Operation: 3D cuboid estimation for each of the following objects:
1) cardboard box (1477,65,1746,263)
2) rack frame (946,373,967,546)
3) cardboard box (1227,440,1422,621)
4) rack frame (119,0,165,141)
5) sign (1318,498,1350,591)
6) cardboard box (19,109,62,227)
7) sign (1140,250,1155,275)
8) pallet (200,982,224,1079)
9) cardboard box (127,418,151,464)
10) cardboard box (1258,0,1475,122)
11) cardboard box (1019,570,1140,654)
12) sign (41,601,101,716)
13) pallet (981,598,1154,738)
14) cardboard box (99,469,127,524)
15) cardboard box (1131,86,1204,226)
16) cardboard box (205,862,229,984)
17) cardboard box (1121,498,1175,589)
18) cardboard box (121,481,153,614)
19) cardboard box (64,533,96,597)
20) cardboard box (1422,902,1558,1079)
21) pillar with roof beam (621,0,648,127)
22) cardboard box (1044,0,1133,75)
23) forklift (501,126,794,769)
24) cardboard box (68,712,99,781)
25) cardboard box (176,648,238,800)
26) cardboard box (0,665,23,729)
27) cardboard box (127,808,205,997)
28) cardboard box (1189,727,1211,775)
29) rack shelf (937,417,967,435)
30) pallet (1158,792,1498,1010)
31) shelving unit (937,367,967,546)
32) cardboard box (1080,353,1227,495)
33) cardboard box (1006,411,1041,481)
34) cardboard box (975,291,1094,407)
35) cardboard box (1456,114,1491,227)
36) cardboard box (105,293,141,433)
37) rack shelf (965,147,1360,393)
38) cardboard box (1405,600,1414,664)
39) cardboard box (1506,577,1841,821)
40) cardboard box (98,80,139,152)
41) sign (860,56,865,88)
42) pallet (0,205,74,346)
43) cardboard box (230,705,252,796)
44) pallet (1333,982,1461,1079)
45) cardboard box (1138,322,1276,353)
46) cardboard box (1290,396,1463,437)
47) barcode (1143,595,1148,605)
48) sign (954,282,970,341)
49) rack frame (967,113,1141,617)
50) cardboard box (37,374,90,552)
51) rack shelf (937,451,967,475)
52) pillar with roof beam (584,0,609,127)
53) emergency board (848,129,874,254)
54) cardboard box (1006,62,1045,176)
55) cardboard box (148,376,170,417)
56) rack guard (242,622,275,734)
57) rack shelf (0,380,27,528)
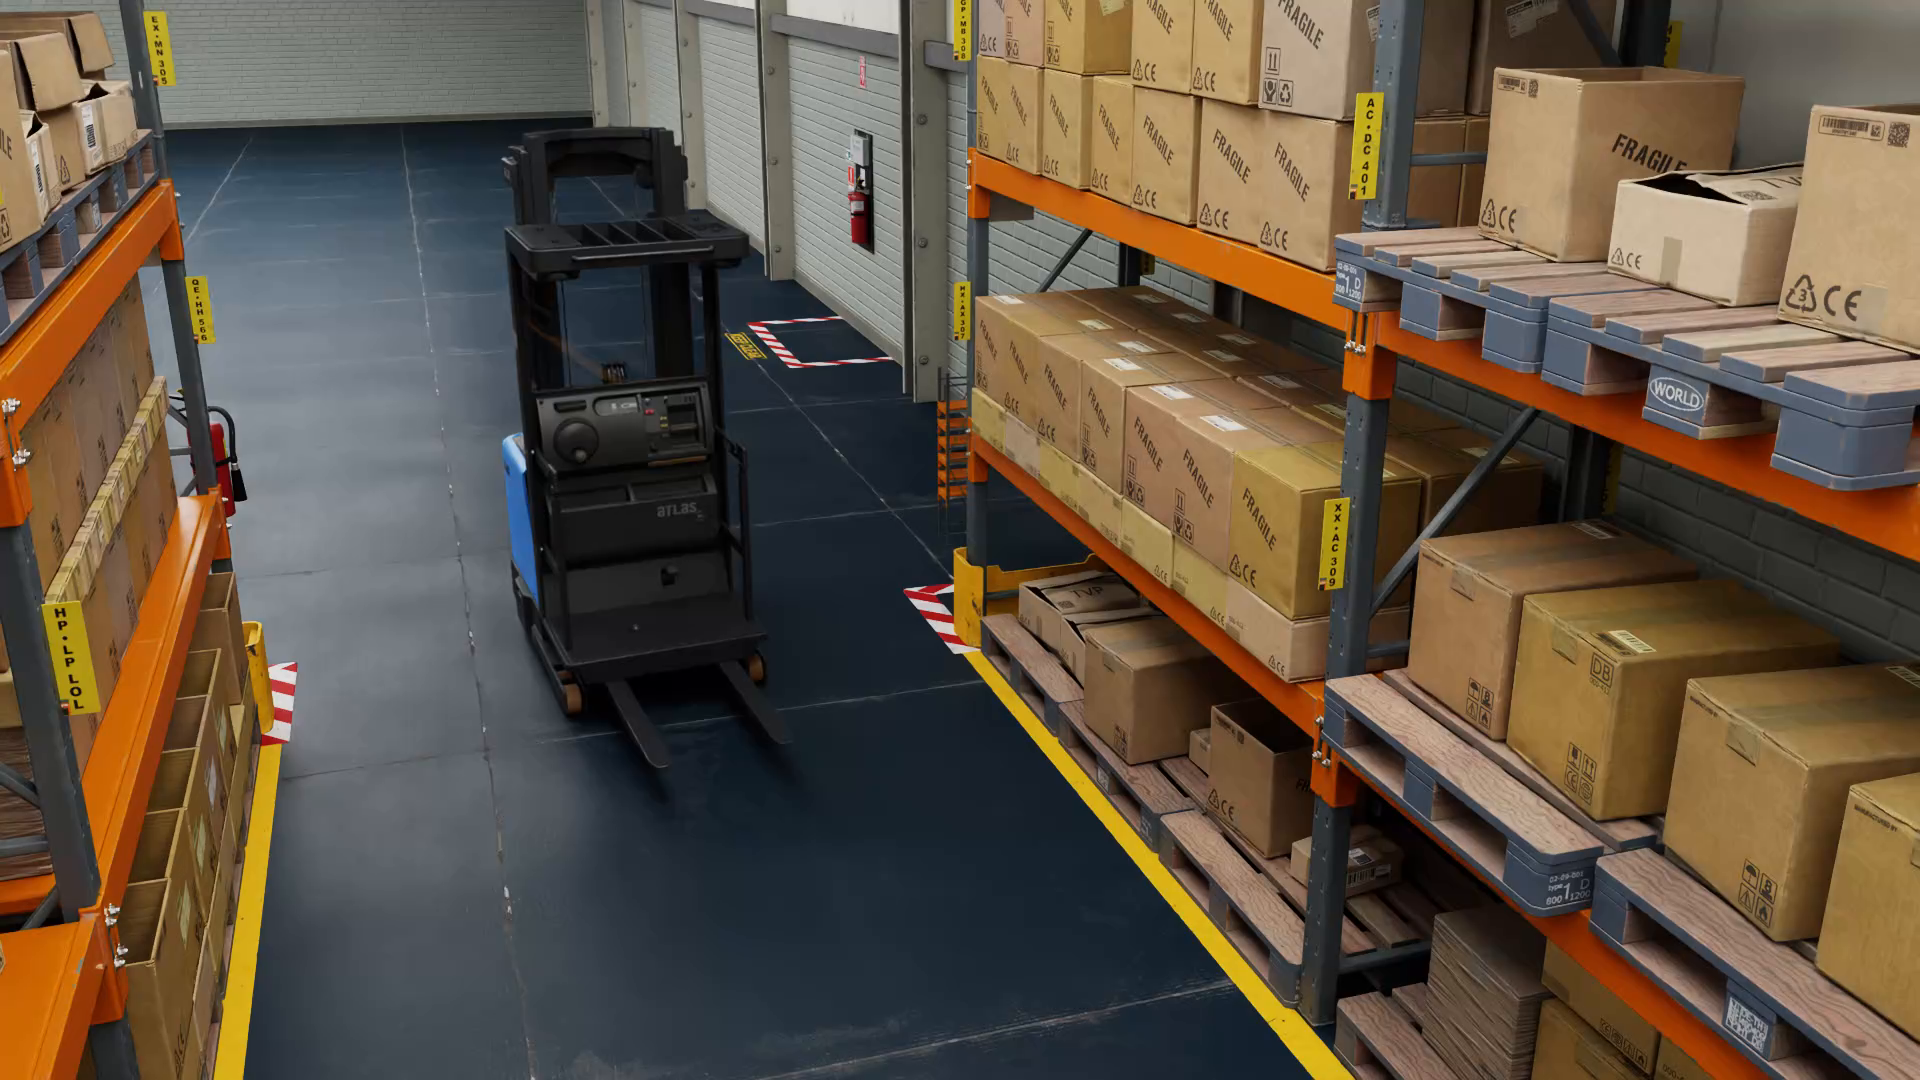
[{"bbox_3d":[1.884,-1.110,4.863,0.500,0.500,0.500,-3,20,-9],"label":"cardboard box"},{"bbox_3d":[0.024,-0.540,11.145,0.240,1.200,0.006,-6,21,-17],"label":"rack frame"},{"bbox_3d":[1.346,-0.048,6.196,0.500,0.500,0.500,-6,21,-17],"label":"cardboard box"},{"bbox_3d":[-4.171,-3.217,7.061,1.000,3.000,0.127,-6,21,-17],"label":"rack frame"},{"bbox_3d":[1.275,0.015,5.656,0.100,0.325,0.005,-6,21,-17],"label":"sign"},{"bbox_3d":[-2.991,-1.106,4.925,0.500,0.311,0.500,-8,21,-20],"label":"cardboard box"},{"bbox_3d":[1.064,-1.667,9.441,0.100,0.325,0.005,-6,21,-17],"label":"sign"},{"bbox_3d":[-3.124,1.943,5.696,1.003,0.211,1.213,-6,21,-17],"label":"pallet"},{"bbox_3d":[-3.629,-0.397,6.976,0.380,0.149,0.250,-6,21,-16],"label":"cardboard box"},{"bbox_3d":[1.373,-1.708,5.641,0.500,0.500,0.500,-8,21,-22],"label":"cardboard box"},{"bbox_3d":[0.663,0.369,9.279,0.500,0.311,0.500,-9,22,-23],"label":"cardboard box"},{"bbox_3d":[-2.401,0.322,4.488,0.100,0.325,0.005,-6,21,-17],"label":"sign"},{"bbox_3d":[0.777,0.680,9.211,1.003,0.211,1.213,-6,21,-17],"label":"pallet"},{"bbox_3d":[-3.380,-0.146,6.278,0.380,0.149,0.250,-7,21,-18],"label":"cardboard box"},{"bbox_3d":[1.038,-1.579,6.760,0.500,0.500,0.500,-7,21,-19],"label":"cardboard box"},{"bbox_3d":[-3.076,1.483,6.296,0.500,0.250,0.500,-6,21,-17],"label":"cardboard box"},{"bbox_3d":[1.030,-0.017,7.218,0.500,0.250,0.500,-7,21,-18],"label":"cardboard box"},{"bbox_3d":[-3.716,0.038,6.724,0.700,0.500,0.500,-6,21,-17],"label":"cardboard box"},{"bbox_3d":[-3.136,0.103,5.584,0.380,0.149,0.250,-7,21,-19],"label":"cardboard box"},{"bbox_3d":[2.035,1.566,5.665,0.700,0.500,0.500,-6,21,-15],"label":"cardboard box"},{"bbox_3d":[-10.058,-10.856,28.329,9.100,9.000,0.400,-6,21,-17],"label":"pillar with roof beam"},{"bbox_3d":[0.703,-2.381,7.514,0.500,0.500,0.500,-6,21,-16],"label":"cardboard box"},{"bbox_3d":[-1.715,-0.615,8.794,1.130,2.935,3.031,-8,21,-22],"label":"forklift"},{"bbox_3d":[-3.231,0.533,5.348,0.700,0.500,0.500,-7,21,-18],"label":"cardboard box"},{"bbox_3d":[-3.391,0.810,7.062,0.500,0.500,0.500,-6,21,-17],"label":"cardboard box"},{"bbox_3d":[-2.814,0.431,4.672,0.380,0.149,0.250,-6,21,-17],"label":"cardboard box"},{"bbox_3d":[-2.926,1.292,5.720,0.500,0.500,0.500,-6,21,-17],"label":"cardboard box"},{"bbox_3d":[1.304,0.982,7.812,0.380,0.149,0.250,-8,21,-22],"label":"cardboard box"},{"bbox_3d":[-0.005,-0.753,11.160,0.258,0.103,0.180,-6,21,-17],"label":"rack shelf"},{"bbox_3d":[1.543,1.463,7.031,1.003,0.211,1.213,-6,21,-17],"label":"pallet"},{"bbox_3d":[-0.005,-0.569,11.227,0.258,1.200,0.189,-6,21,-17],"label":"shelving unit"},{"bbox_3d":[0.871,-0.537,7.558,0.500,0.500,0.500,-6,21,-16],"label":"cardboard box"},{"bbox_3d":[0.560,-0.505,8.576,0.500,0.250,0.500,-7,21,-19],"label":"cardboard box"},{"bbox_3d":[0.396,-1.028,8.923,0.500,0.500,0.500,-6,21,-17],"label":"cardboard box"},{"bbox_3d":[1.873,-1.290,5.955,0.500,0.500,0.500,-6,21,-15],"label":"cardboard box"},{"bbox_3d":[-3.849,-0.715,6.902,0.700,0.500,0.500,-7,21,-19],"label":"cardboard box"},{"bbox_3d":[1.160,-1.352,7.371,1.077,0.370,4.000,-6,21,-17],"label":"rack shelf"},{"bbox_3d":[1.844,0.250,6.475,0.500,0.250,0.500,-6,21,-17],"label":"cardboard box"},{"bbox_3d":[2.085,0.455,4.912,0.700,0.500,0.500,-4,20,-12],"label":"cardboard box"},{"bbox_3d":[-3.558,-1.657,6.548,0.500,0.250,0.500,-6,21,-17],"label":"cardboard box"},{"bbox_3d":[-0.962,-4.615,16.399,0.001,0.298,0.199,-6,21,-17],"label":"sign"},{"bbox_3d":[-3.206,-0.751,4.764,1.003,0.211,1.213,-6,21,-17],"label":"pallet"},{"bbox_3d":[-3.553,1.003,7.634,0.500,0.250,0.500,-6,21,-17],"label":"cardboard box"},{"bbox_3d":[2.034,1.925,5.746,1.003,0.211,1.213,-6,21,-17],"label":"pallet"},{"bbox_3d":[1.196,-0.756,8.167,0.500,0.500,0.500,-7,21,-19],"label":"cardboard box"},{"bbox_3d":[1.680,-0.269,6.810,0.500,0.500,0.500,-7,21,-18],"label":"cardboard box"},{"bbox_3d":[1.048,0.328,9.380,0.001,0.075,0.075,-6,21,-17],"label":"barcode"},{"bbox_3d":[0.016,-1.271,9.237,0.100,0.325,0.005,-6,21,-17],"label":"sign"},{"bbox_3d":[0.531,-0.921,9.544,1.000,3.000,0.127,-6,21,-17],"label":"rack frame"},{"bbox_3d":[-3.376,-0.232,5.558,0.700,0.500,0.500,-6,21,-17],"label":"cardboard box"},{"bbox_3d":[-0.005,-0.528,11.242,0.258,0.103,0.180,-6,21,-17],"label":"rack shelf"},{"bbox_3d":[-11.944,-12.782,33.690,9.100,9.000,0.400,-6,21,-17],"label":"pillar with roof beam"},{"bbox_3d":[-1.054,-3.511,16.754,0.194,1.169,0.643,-6,21,-17],"label":"emergency board"},{"bbox_3d":[0.534,-2.079,8.153,0.500,0.500,0.500,-5,20,-14],"label":"cardboard box"},{"bbox_3d":[-3.870,-0.644,7.663,0.380,0.149,0.250,-7,21,-18],"label":"cardboard box"},{"bbox_3d":[-4.178,0.775,8.519,1.175,0.500,0.348,-6,21,-17],"label":"rack guard"},{"bbox_3d":[-2.285,0.459,2.329,1.077,0.370,4.000,-6,21,-17],"label":"rack shelf"}]
